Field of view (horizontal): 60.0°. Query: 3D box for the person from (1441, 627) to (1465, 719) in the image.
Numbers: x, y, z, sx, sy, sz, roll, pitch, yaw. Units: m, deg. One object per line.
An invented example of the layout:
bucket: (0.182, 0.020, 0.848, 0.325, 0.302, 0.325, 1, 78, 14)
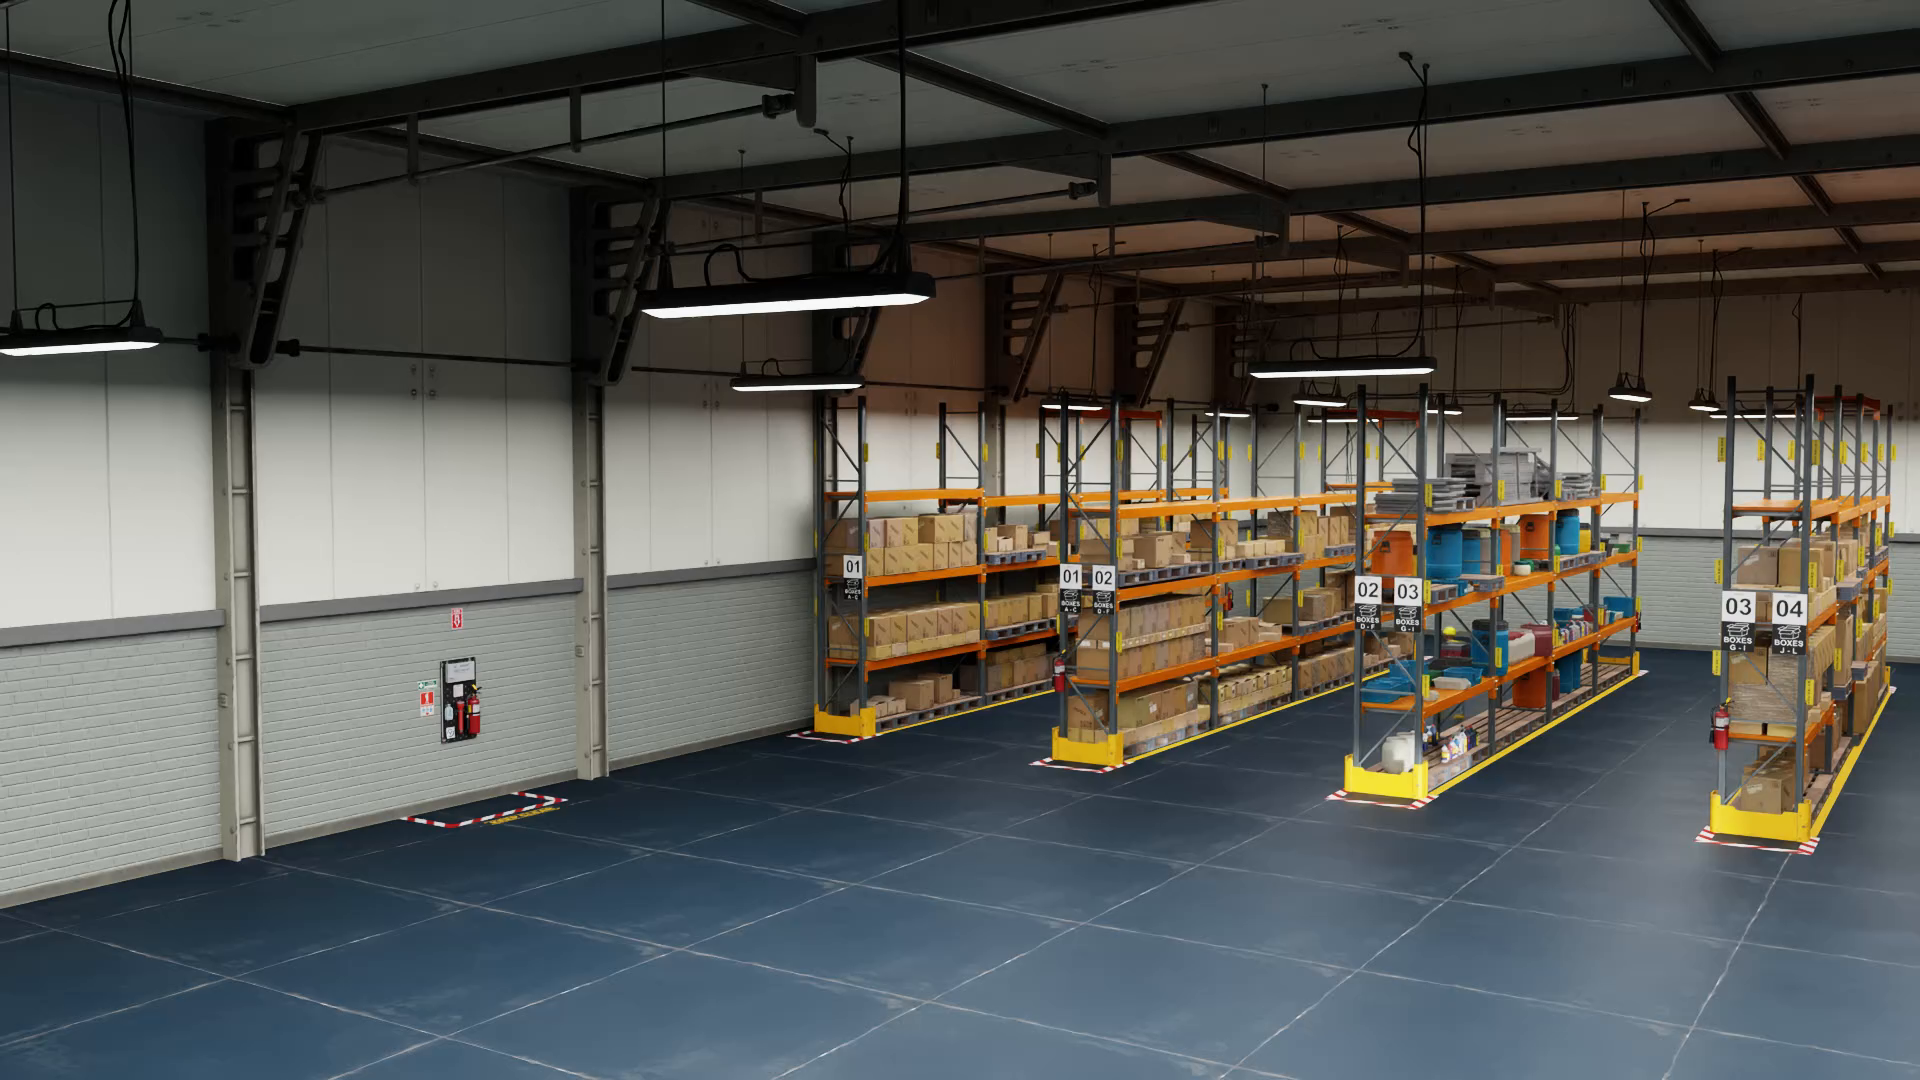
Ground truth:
person: (9.219, 2.484, 31.285, 0.523, 1.705, 1.076, -1, 3, -11)

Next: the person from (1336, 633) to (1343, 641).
person: (9.596, 1.959, 42.177, 0.502, 1.621, 1.054, 2, 3, 31)
